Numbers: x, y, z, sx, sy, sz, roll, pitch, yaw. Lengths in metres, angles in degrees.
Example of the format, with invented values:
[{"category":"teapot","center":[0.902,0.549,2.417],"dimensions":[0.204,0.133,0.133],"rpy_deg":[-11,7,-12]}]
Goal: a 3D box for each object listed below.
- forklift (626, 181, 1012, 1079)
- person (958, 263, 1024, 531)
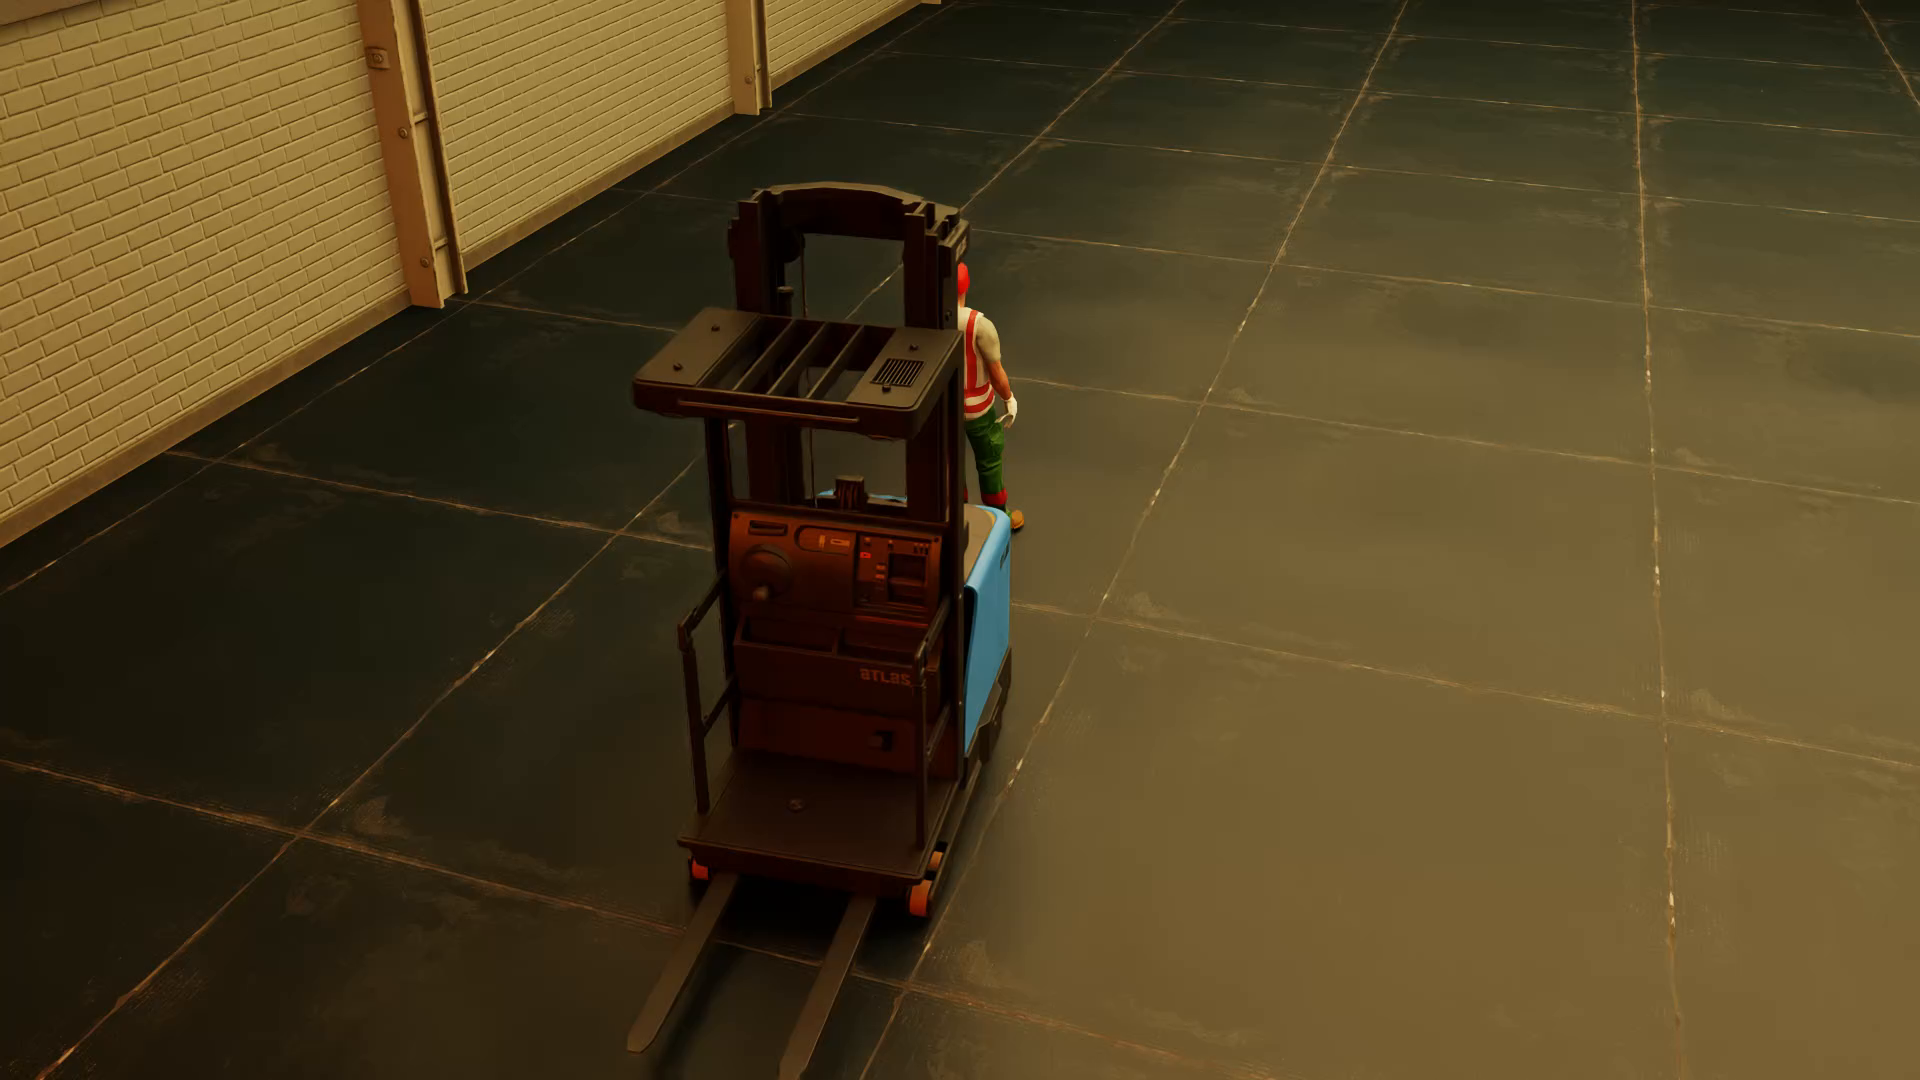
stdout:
[{"category":"forklift","center":[-0.580,0.155,6.865],"dimensions":[1.130,2.935,3.031],"rpy_deg":[7,30,12]},{"category":"person","center":[0.038,-0.820,9.712],"dimensions":[0.637,1.790,0.562],"rpy_deg":[10,31,16]}]
